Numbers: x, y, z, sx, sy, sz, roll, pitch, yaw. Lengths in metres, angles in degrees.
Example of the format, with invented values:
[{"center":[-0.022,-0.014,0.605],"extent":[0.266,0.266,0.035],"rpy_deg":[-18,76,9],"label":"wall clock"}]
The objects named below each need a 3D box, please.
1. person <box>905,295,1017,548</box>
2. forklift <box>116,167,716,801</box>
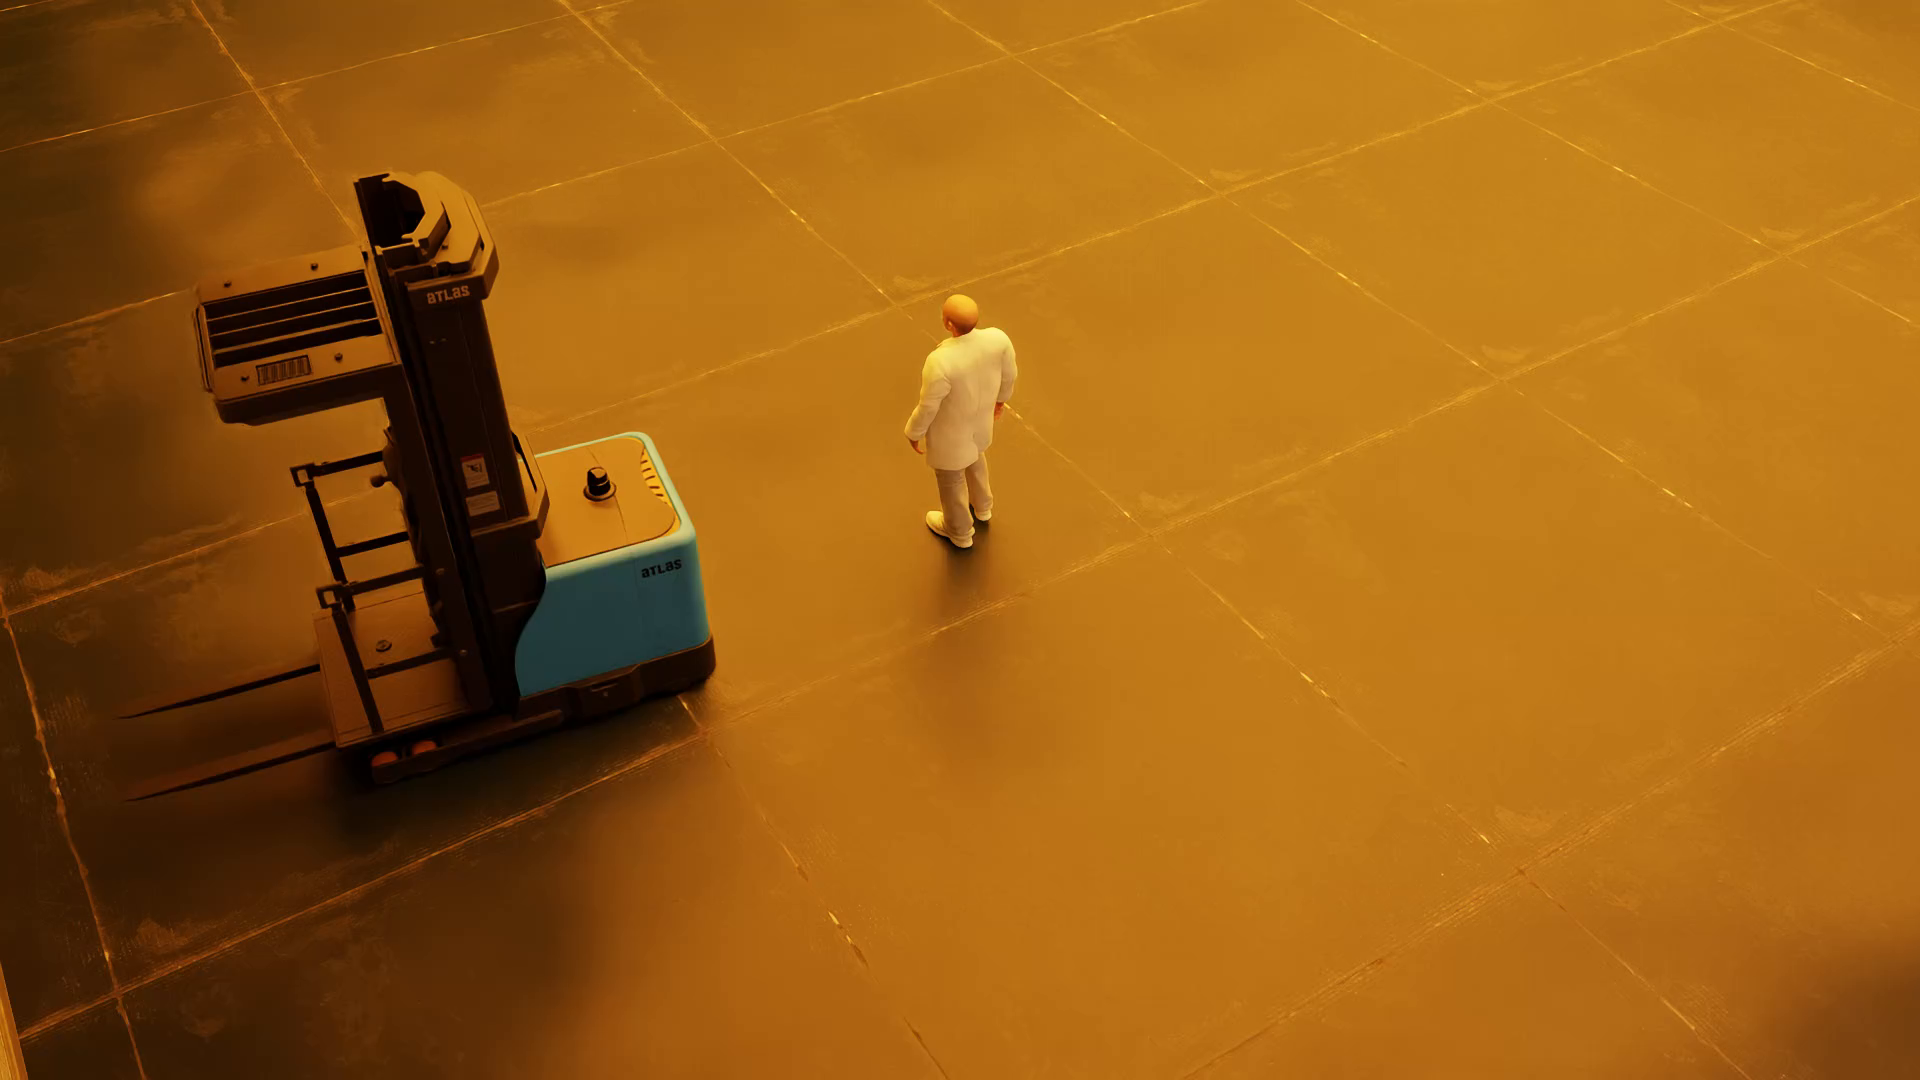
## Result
[{"center":[-0.046,-0.728,9.568],"extent":[0.698,1.778,0.579],"rpy_deg":[-23,46,-24],"label":"person"},{"center":[-2.912,-0.237,8.143],"extent":[3.031,2.935,1.130],"rpy_deg":[-16,44,-17],"label":"forklift"}]
